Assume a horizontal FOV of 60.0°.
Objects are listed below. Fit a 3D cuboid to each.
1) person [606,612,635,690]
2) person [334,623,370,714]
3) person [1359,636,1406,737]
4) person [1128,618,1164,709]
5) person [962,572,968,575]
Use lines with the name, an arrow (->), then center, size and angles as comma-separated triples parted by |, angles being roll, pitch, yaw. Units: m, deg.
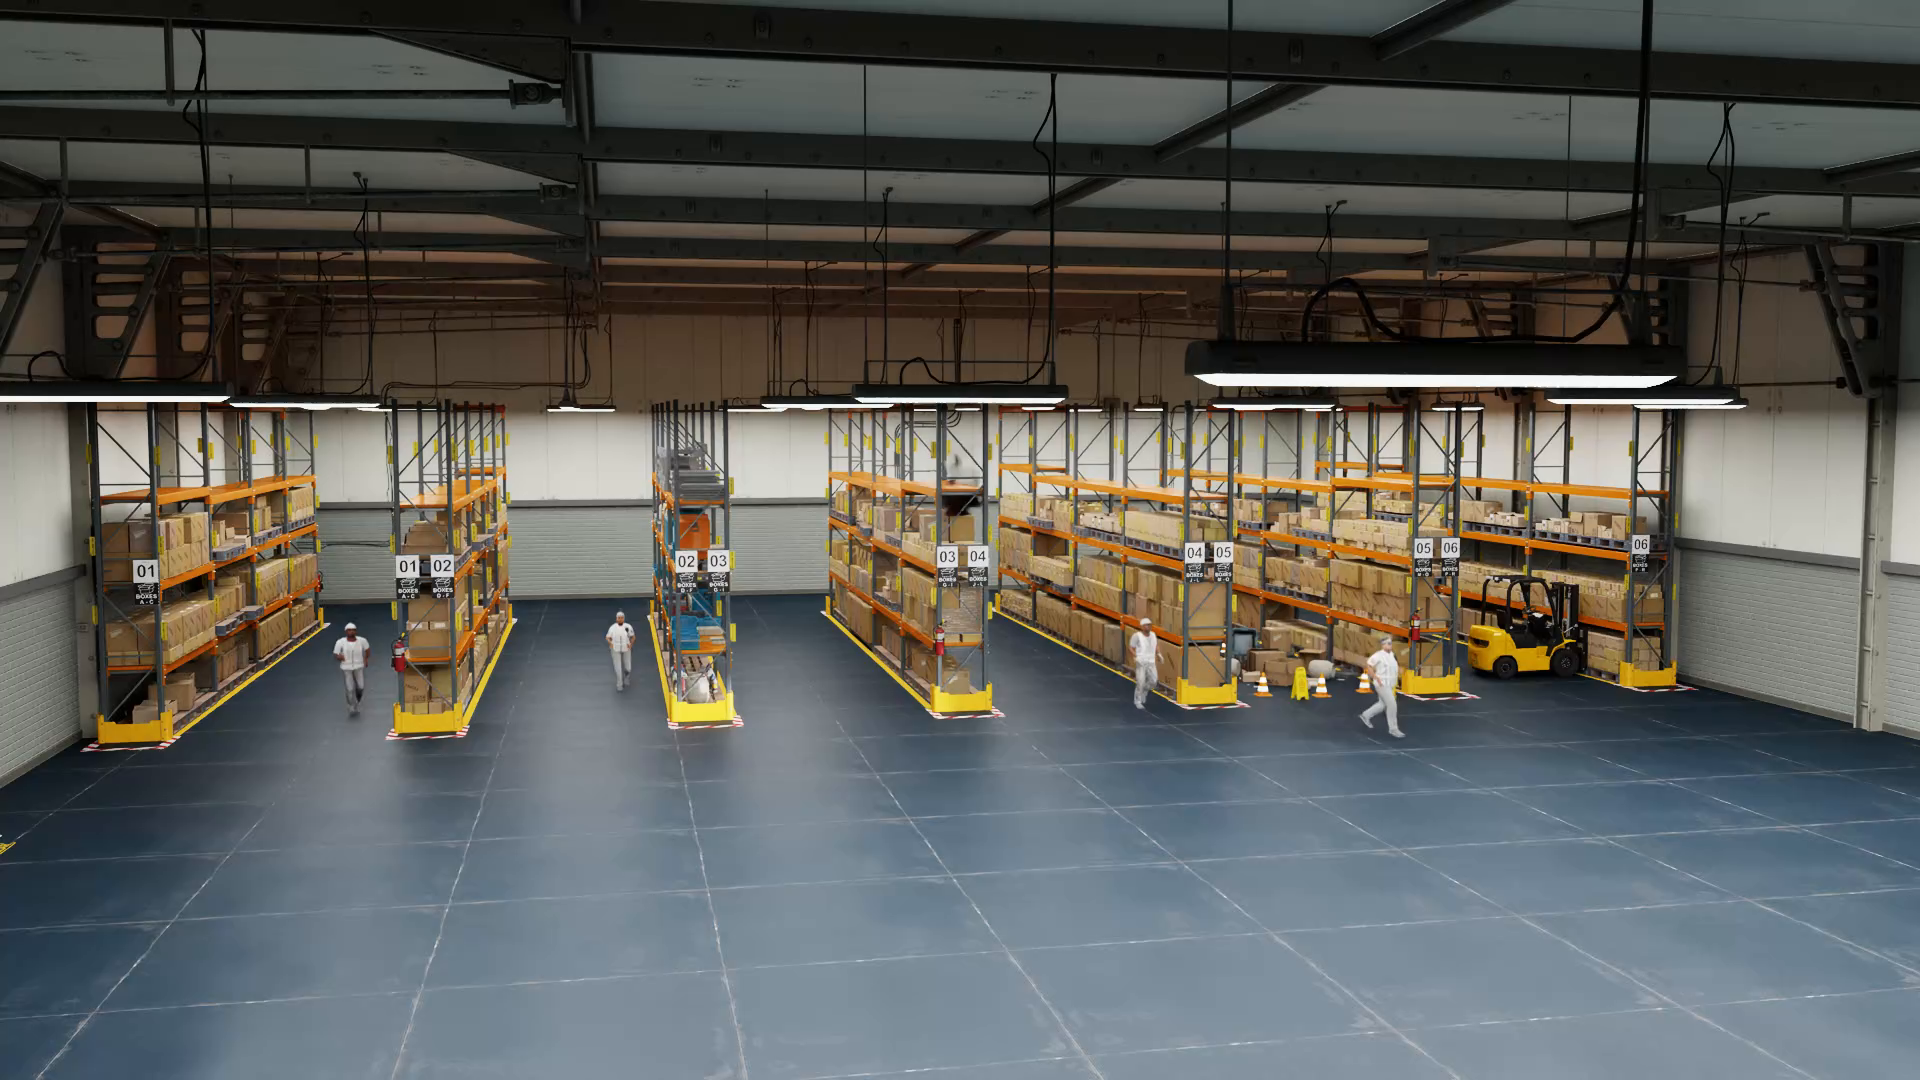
person -> -7.059, 2.307, 34.607 | 0.604, 1.616, 0.575 | -1, 4, -14
person -> -11.568, 2.460, 31.705 | 0.680, 1.750, 0.624 | -2, 5, -25
person -> 7.597, 2.596, 29.810 | 0.911, 1.798, 0.647 | 3, 5, 38
person -> 3.643, 2.409, 32.560 | 0.731, 1.756, 0.522 | -2, 5, -23
person -> 0.055, 1.298, 47.397 | 0.734, 1.724, 0.677 | 0, 4, 5
